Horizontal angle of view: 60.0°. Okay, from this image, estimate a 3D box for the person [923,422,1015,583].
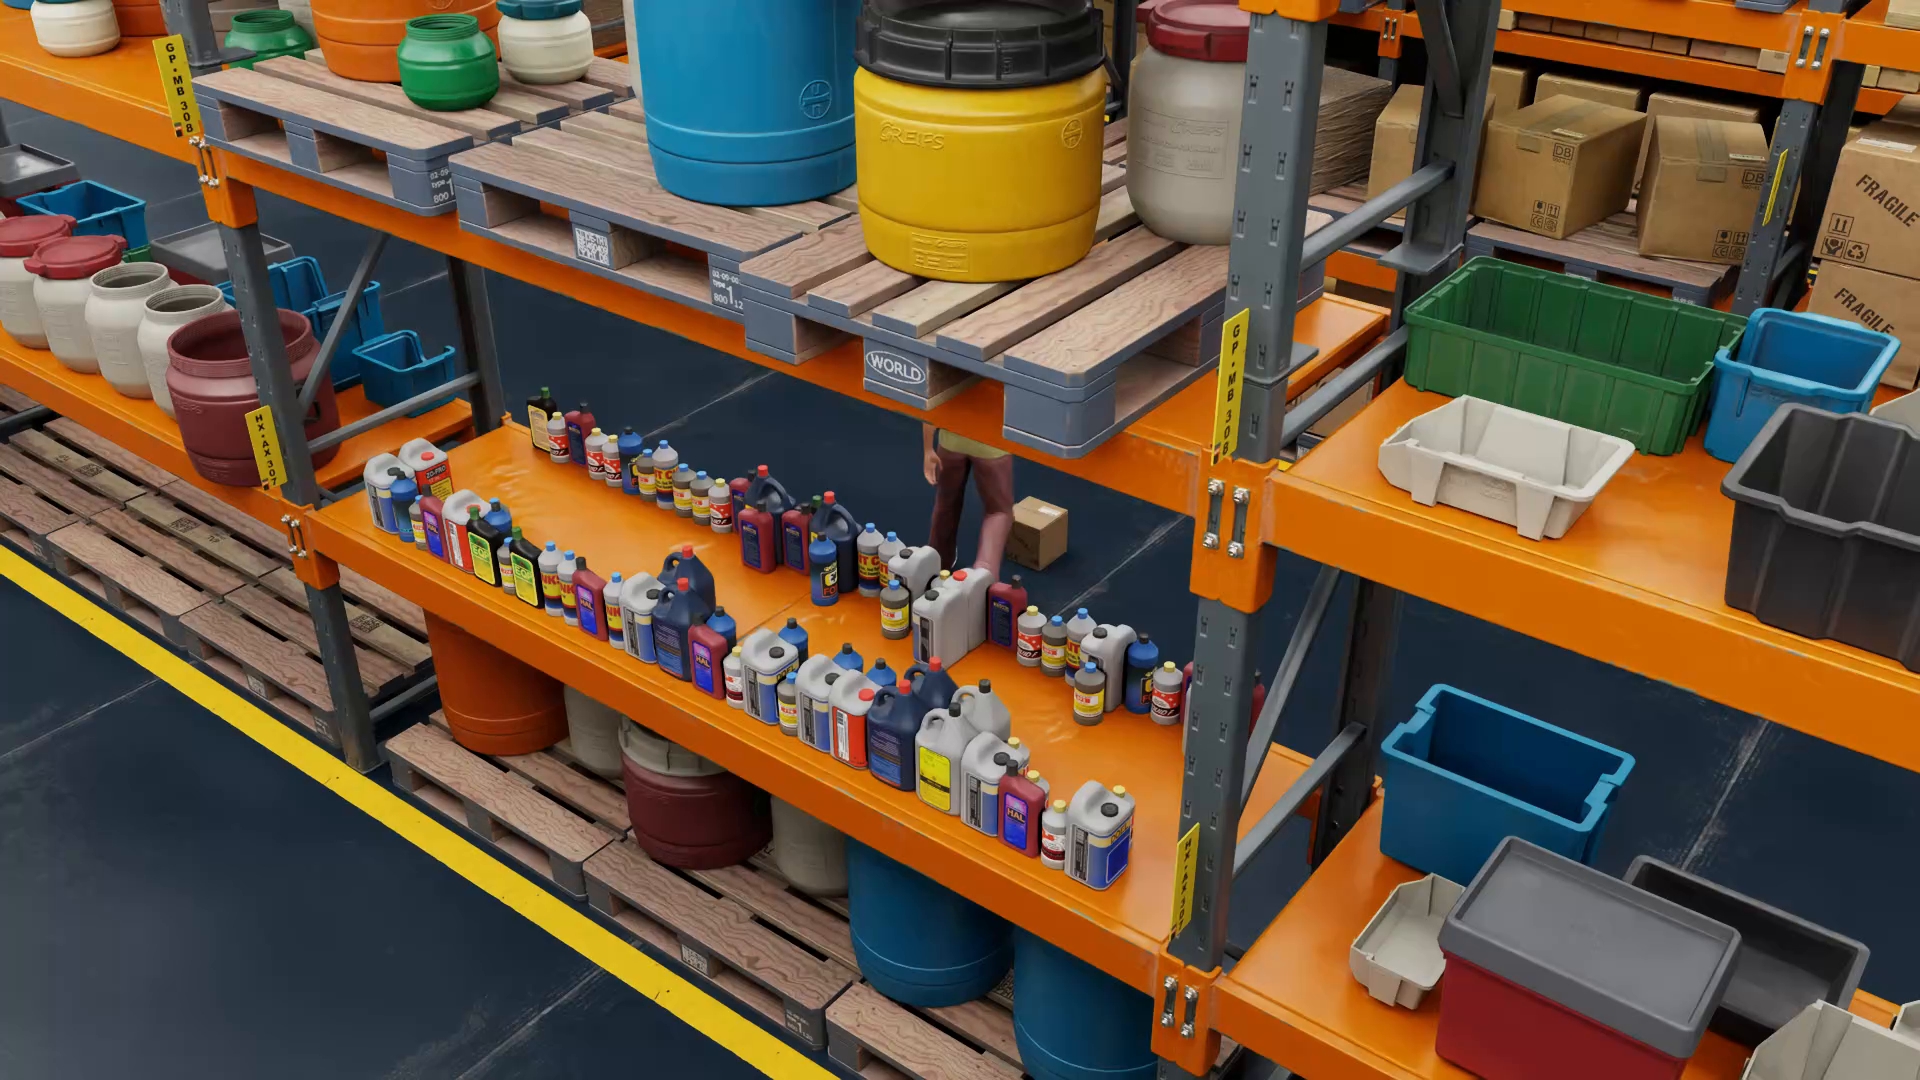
[{"bbox_3d":[0.038,-0.420,7.836,0.504,1.649,0.739,9,32,14],"label":"person"}]
